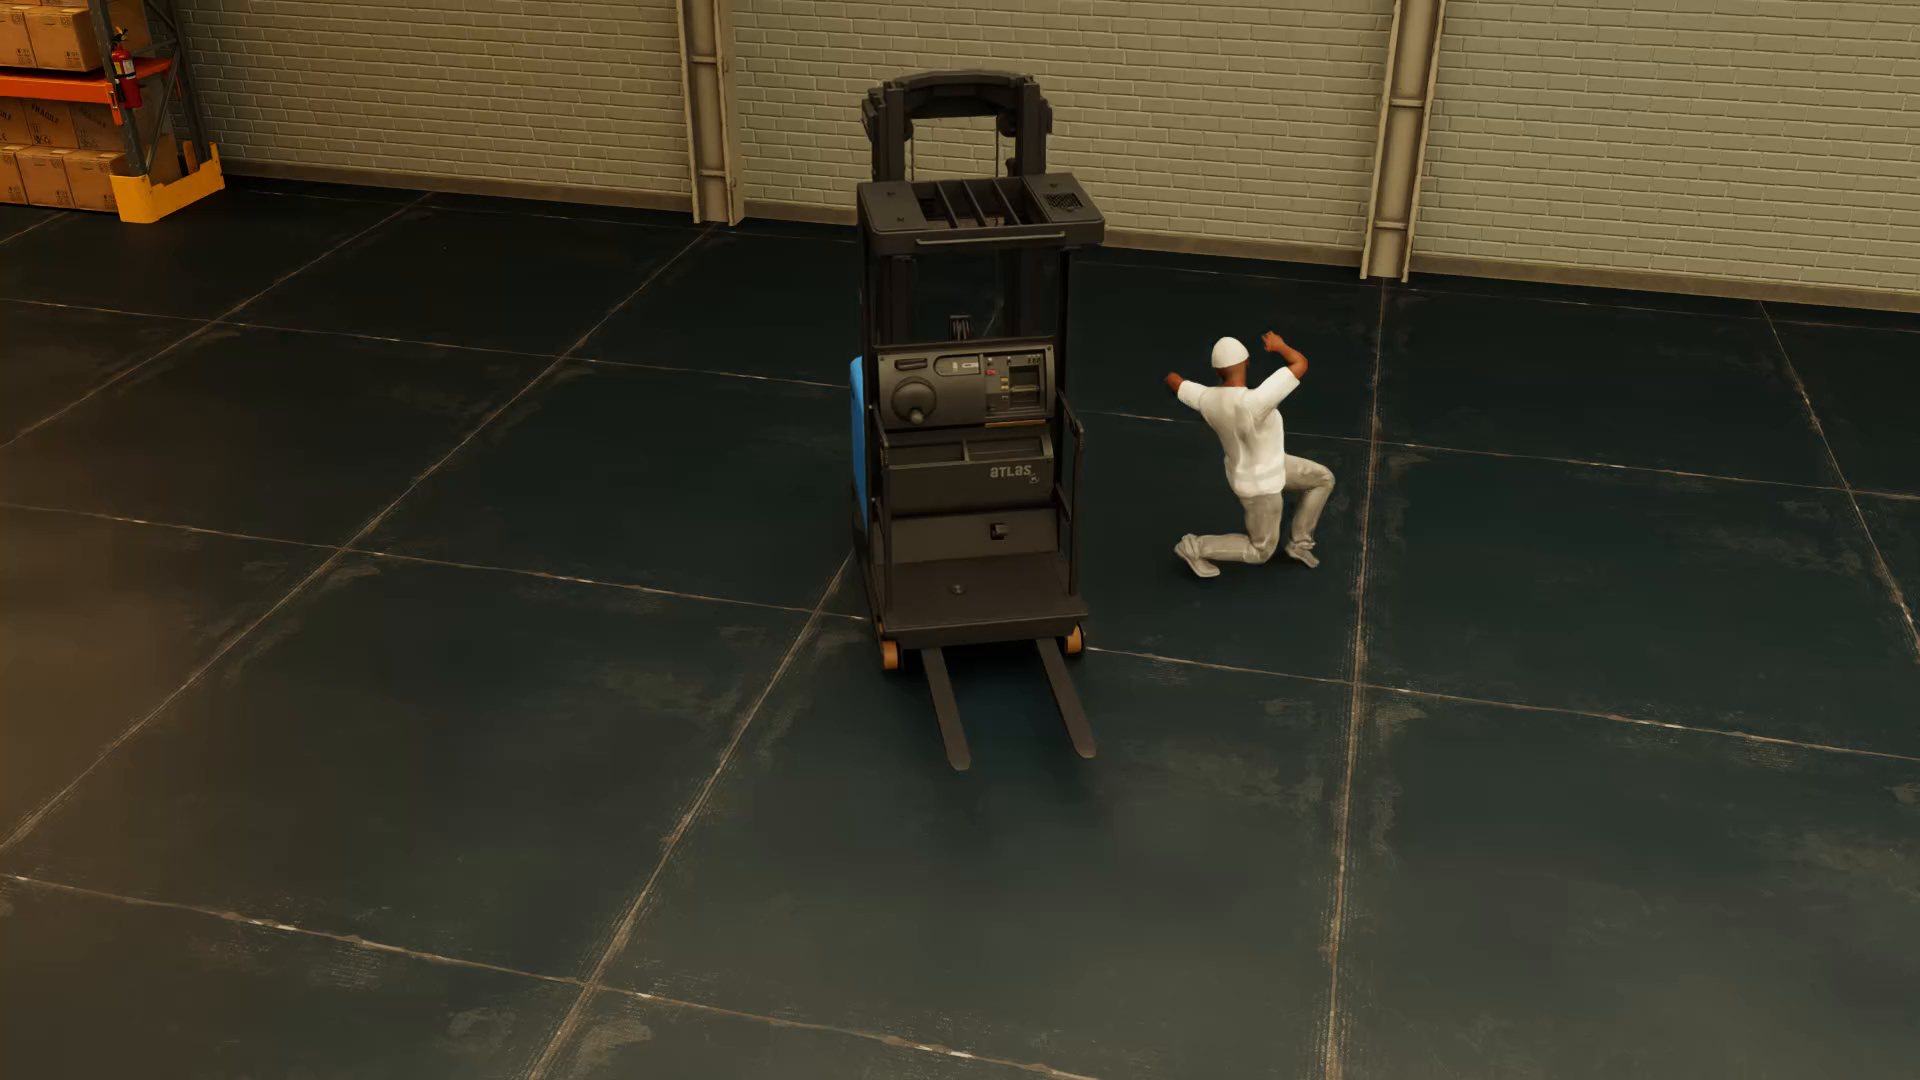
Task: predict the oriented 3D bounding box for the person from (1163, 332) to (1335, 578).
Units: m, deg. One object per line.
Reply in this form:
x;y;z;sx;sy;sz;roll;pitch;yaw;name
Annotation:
1.691;-0.575;9.691;0.916;1.484;1.059;-3;30;-5;person

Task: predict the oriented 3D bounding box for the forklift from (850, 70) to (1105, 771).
0.072;-0.765;8.520;1.130;2.935;3.031;-4;30;-8;forklift
